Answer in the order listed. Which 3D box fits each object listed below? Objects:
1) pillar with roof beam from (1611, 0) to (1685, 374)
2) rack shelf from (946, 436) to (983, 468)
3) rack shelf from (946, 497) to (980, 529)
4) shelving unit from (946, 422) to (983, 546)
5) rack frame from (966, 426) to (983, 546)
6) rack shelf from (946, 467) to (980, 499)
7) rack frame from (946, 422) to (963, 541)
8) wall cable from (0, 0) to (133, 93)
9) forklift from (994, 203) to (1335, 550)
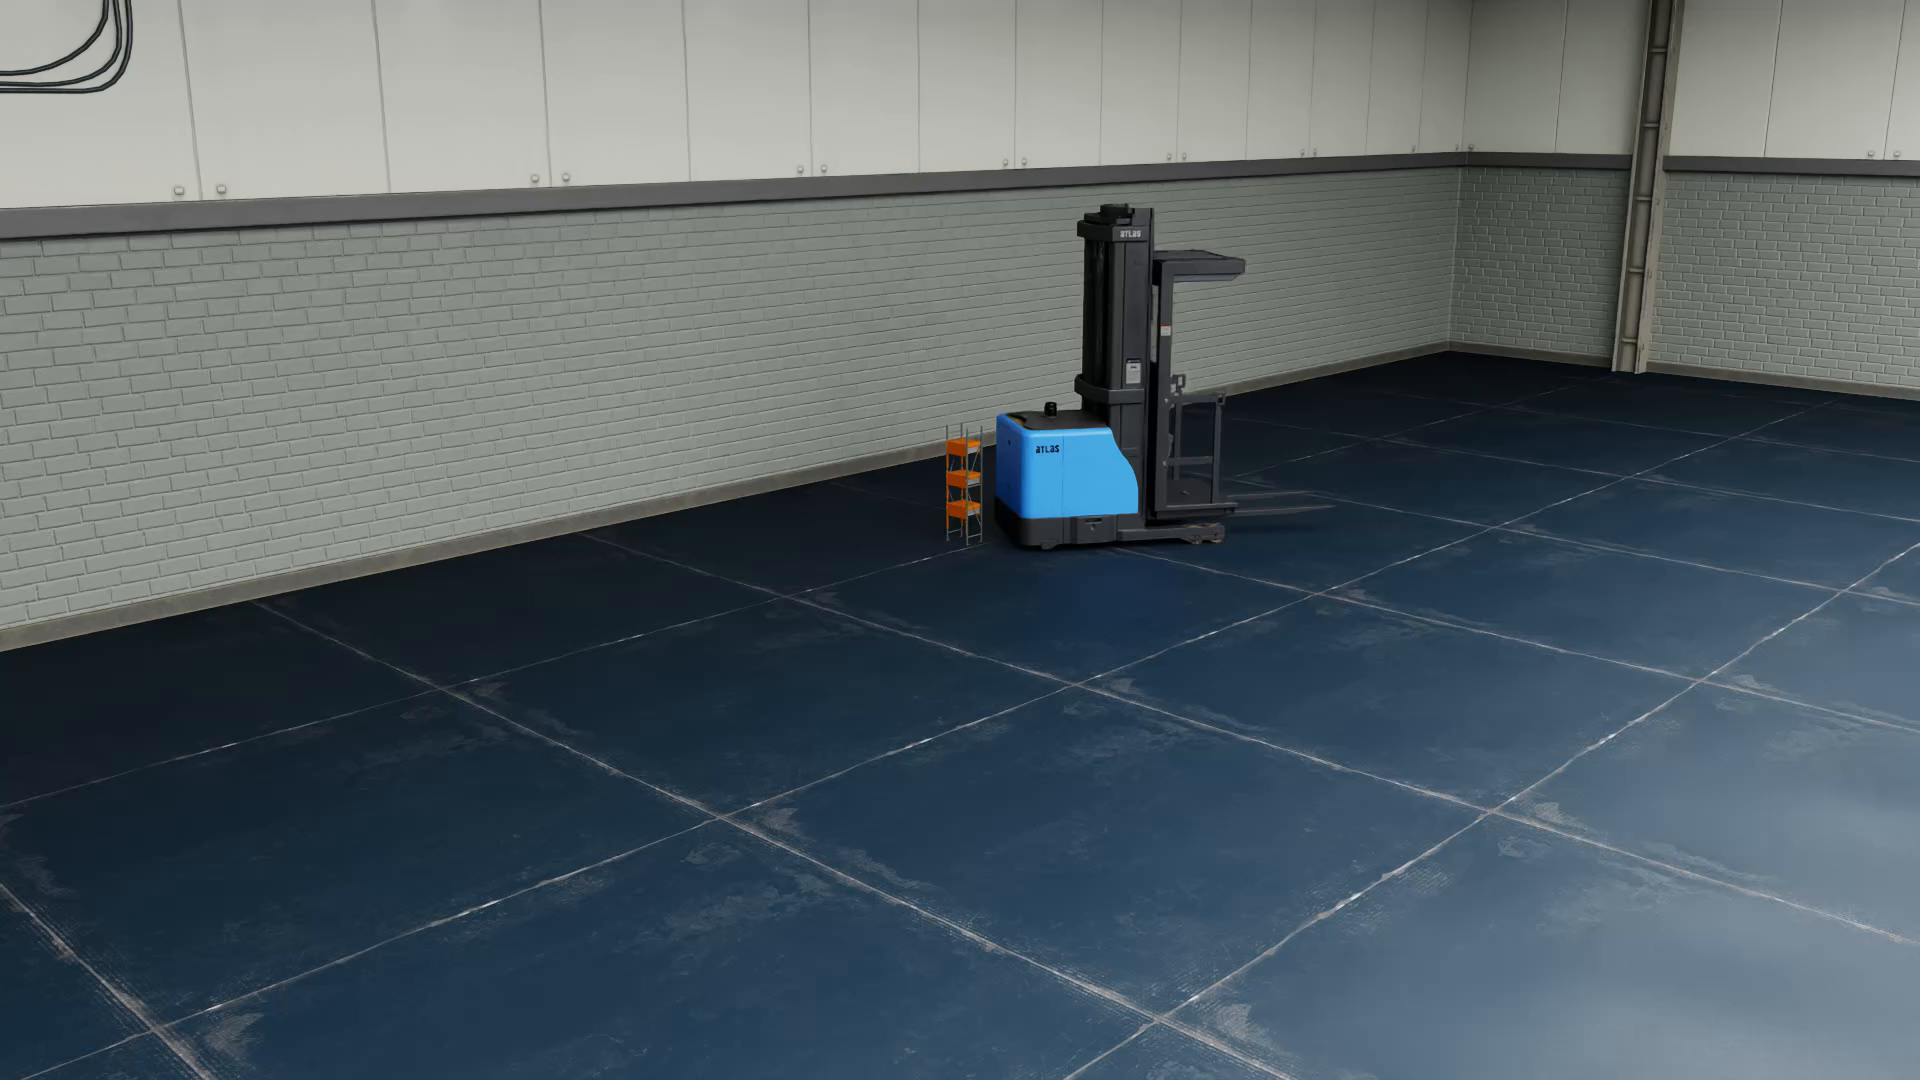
[{"bbox_3d":[6.856,-6.060,20.343,0.400,9.000,9.100,14,20,42],"label":"pillar with roof beam"},{"bbox_3d":[0.039,-0.763,14.695,0.240,0.259,0.215,14,20,42],"label":"rack shelf"},{"bbox_3d":[0.039,-0.219,14.837,0.240,0.259,0.215,14,20,42],"label":"rack shelf"},{"bbox_3d":[0.039,-0.499,14.764,0.252,1.050,0.215,14,20,42],"label":"shelving unit"},{"bbox_3d":[0.126,-0.477,14.682,0.008,1.050,0.200,14,20,42],"label":"rack frame"},{"bbox_3d":[0.039,-0.488,14.766,0.240,0.259,0.215,14,20,42],"label":"rack shelf"},{"bbox_3d":[-0.049,-0.520,14.846,0.008,1.050,0.200,14,20,42],"label":"rack frame"},{"bbox_3d":[-6.622,-5.246,10.472,0.169,6.003,2.305,14,20,42],"label":"wall cable"},{"bbox_3d":[1.890,-1.507,14.902,3.031,2.935,1.130,-3,15,-13],"label":"forklift"}]
